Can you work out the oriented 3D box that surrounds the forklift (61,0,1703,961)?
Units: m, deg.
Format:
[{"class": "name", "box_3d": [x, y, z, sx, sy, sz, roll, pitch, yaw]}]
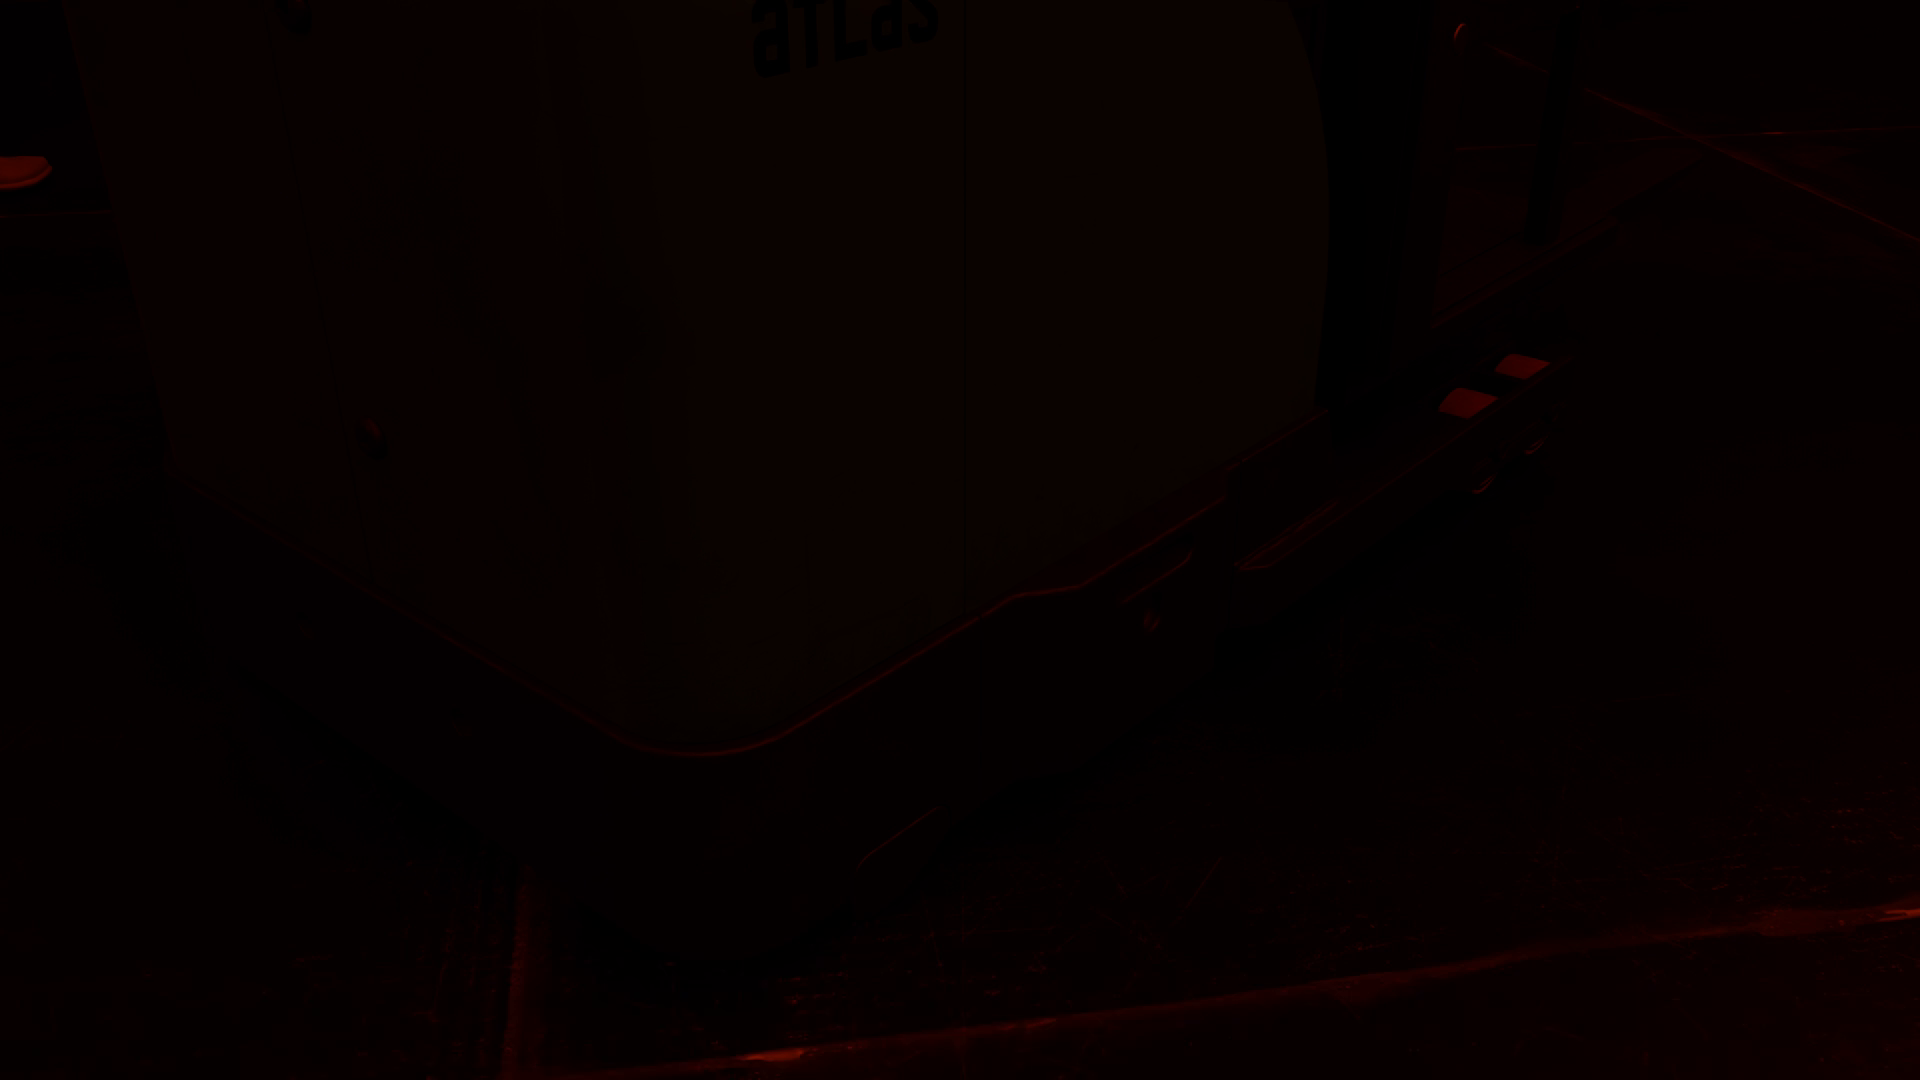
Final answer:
[{"class": "forklift", "box_3d": [0.368, -1.505, 2.209, 1.130, 2.935, 3.031, 22, 35, 35]}]

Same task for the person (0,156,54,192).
[{"class": "person", "box_3d": [-2.655, -1.630, 3.663, 0.630, 1.773, 0.570, 11, 30, 20]}]
